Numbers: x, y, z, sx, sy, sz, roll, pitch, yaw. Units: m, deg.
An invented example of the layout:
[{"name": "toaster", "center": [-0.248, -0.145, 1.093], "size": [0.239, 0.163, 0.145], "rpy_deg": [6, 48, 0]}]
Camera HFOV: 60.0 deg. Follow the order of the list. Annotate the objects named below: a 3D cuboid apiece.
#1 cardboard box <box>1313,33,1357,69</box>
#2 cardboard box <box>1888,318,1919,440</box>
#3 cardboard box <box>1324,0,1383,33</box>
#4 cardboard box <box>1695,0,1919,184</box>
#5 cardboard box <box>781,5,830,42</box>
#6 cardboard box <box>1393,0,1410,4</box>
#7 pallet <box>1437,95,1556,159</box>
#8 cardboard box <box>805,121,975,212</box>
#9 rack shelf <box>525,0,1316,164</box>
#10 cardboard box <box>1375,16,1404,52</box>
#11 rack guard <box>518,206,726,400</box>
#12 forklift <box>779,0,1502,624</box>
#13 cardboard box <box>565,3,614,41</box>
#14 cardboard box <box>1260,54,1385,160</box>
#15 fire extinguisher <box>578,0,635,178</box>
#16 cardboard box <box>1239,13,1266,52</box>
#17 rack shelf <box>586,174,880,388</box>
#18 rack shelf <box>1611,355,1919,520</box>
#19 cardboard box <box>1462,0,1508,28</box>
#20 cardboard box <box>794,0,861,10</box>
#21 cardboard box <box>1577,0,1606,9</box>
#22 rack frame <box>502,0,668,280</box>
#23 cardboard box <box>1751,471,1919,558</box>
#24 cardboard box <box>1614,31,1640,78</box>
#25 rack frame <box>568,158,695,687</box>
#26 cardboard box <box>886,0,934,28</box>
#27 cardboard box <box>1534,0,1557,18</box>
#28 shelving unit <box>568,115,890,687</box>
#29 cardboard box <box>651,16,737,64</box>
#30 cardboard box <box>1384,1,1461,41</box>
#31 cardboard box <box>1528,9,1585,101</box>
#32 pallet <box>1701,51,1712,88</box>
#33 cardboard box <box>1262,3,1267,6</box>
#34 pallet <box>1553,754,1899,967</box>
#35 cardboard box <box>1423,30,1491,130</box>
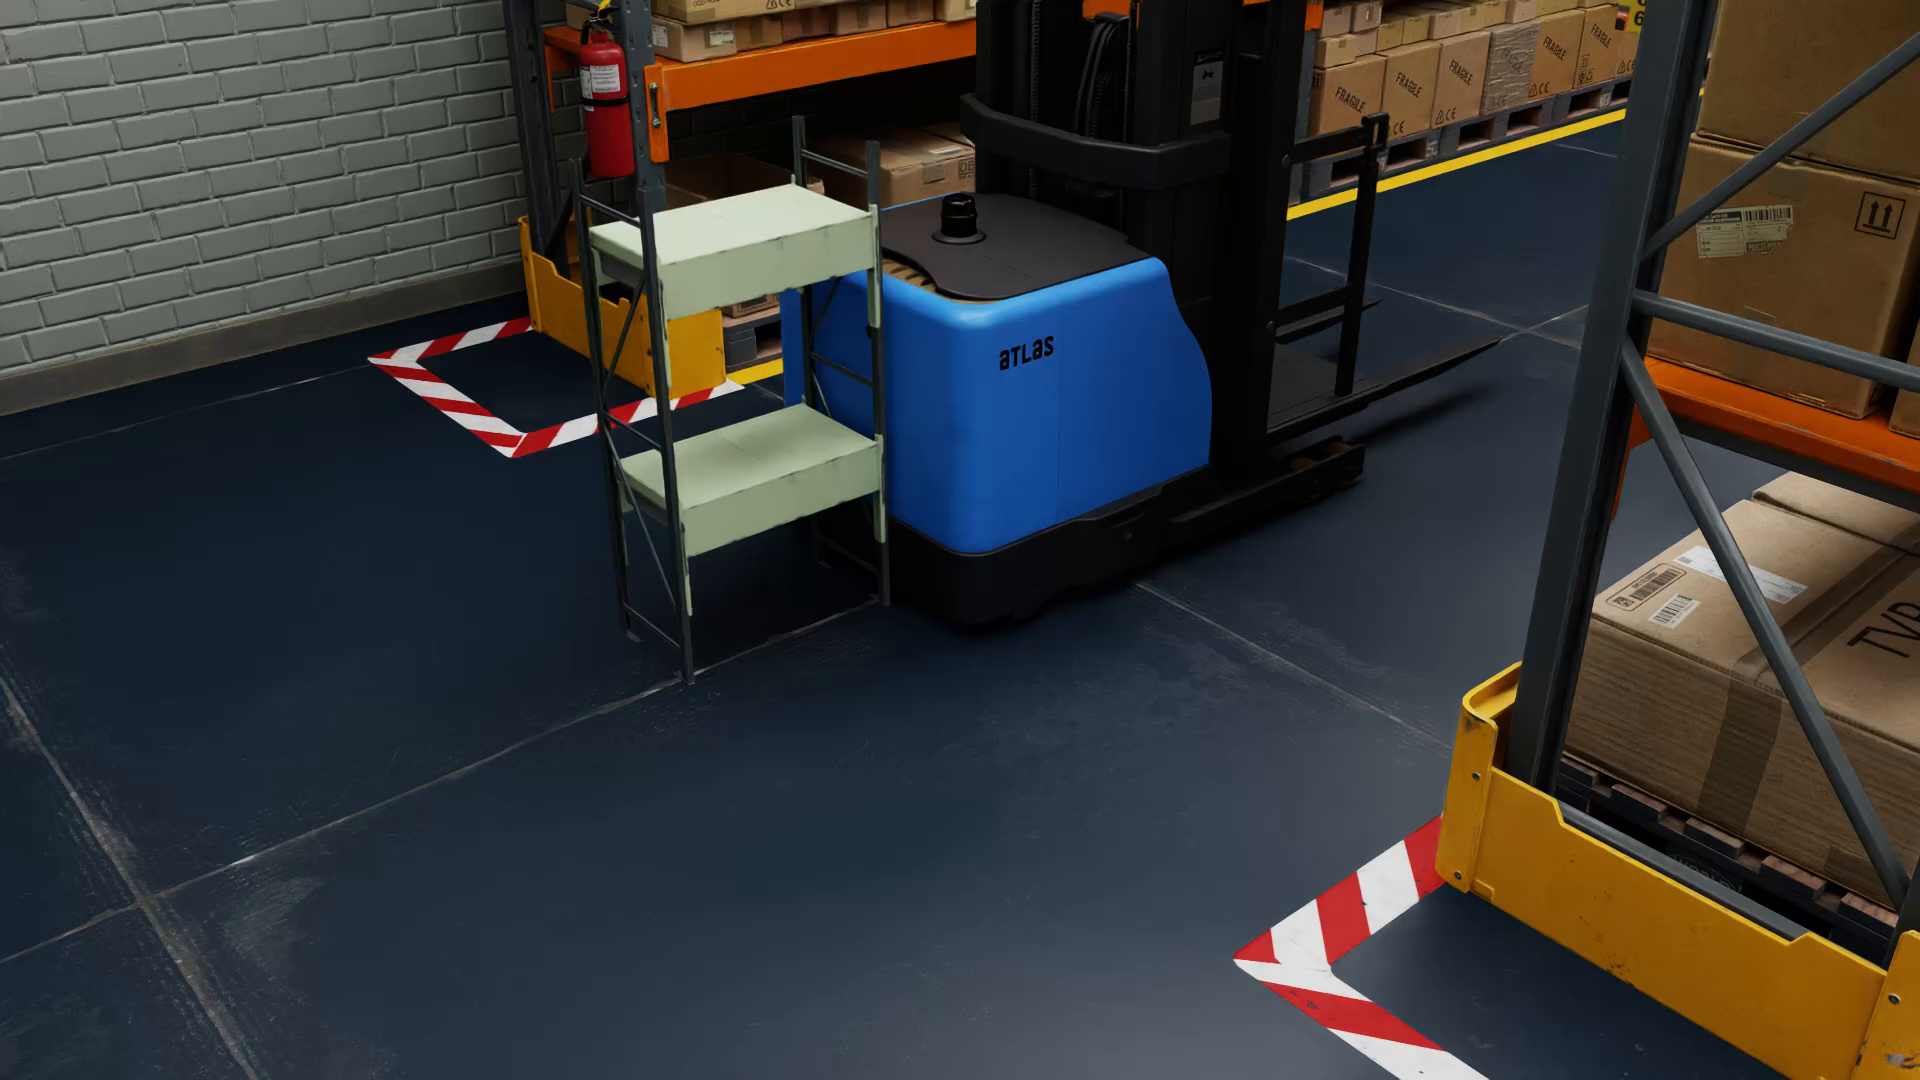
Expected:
[{"name": "cardboard box", "center": [1.963, -2.729, 9.193], "size": [0.250, 0.149, 0.380], "rpy_deg": [-20, 34, -33]}, {"name": "cardboard box", "center": [2.251, -0.432, 3.269], "size": [0.500, 0.500, 0.500], "rpy_deg": [-22, 35, -35]}, {"name": "cardboard box", "center": [2.130, -2.957, 9.304], "size": [0.250, 0.149, 0.380], "rpy_deg": [-24, 36, -37]}, {"name": "cardboard box", "center": [1.911, -1.062, 3.387], "size": [0.500, 0.500, 0.500], "rpy_deg": [-21, 34, -33]}, {"name": "cardboard box", "center": [-0.756, -2.201, 6.953], "size": [0.250, 0.149, 0.380], "rpy_deg": [-22, 35, -36]}, {"name": "cardboard box", "center": [2.567, -3.342, 10.340], "size": [0.250, 0.149, 0.380], "rpy_deg": [-21, 35, -34]}, {"name": "pallet", "center": [3.040, -2.754, 10.679], "size": [1.213, 0.211, 1.003], "rpy_deg": [-22, 35, -35]}, {"name": "cardboard box", "center": [-0.323, -1.606, 7.779], "size": [0.500, 0.500, 0.700], "rpy_deg": [-20, 34, -33]}, {"name": "rack shelf", "center": [-0.004, -2.417, 7.853], "size": [4.000, 0.370, 1.077], "rpy_deg": [-22, 35, -35]}, {"name": "cardboard box", "center": [2.311, -2.924, 9.558], "size": [0.250, 0.149, 0.380], "rpy_deg": [-24, 36, -37]}, {"name": "rack guard", "center": [-1.468, -1.043, 7.172], "size": [0.348, 0.500, 1.175], "rpy_deg": [-22, 35, -35]}, {"name": "forklift", "center": [0.855, -1.596, 5.627], "size": [3.031, 2.935, 1.130], "rpy_deg": [-21, 35, -34]}, {"name": "cardboard box", "center": [-1.448, -2.209, 6.968], "size": [0.250, 0.149, 0.380], "rpy_deg": [-22, 35, -35]}, {"name": "cardboard box", "center": [2.032, -2.496, 9.445], "size": [0.500, 0.500, 0.500], "rpy_deg": [-20, 34, -33]}, {"name": "fire extinguisher", "center": [-1.337, -1.713, 6.251], "size": [0.183, 0.674, 0.296], "rpy_deg": [-22, 35, -35]}, {"name": "cardboard box", "center": [1.610, -2.931, 9.570], "size": [0.250, 0.149, 0.380], "rpy_deg": [-24, 36, -37]}, {"name": "rack shelf", "center": [-0.642, -0.755, 4.743], "size": [0.720, 0.370, 0.431], "rpy_deg": [-21, 35, -34]}, {"name": "rack shelf", "center": [3.221, -0.638, 4.525], "size": [4.000, 0.370, 1.077], "rpy_deg": [-22, 35, -35]}, {"name": "cardboard box", "center": [3.102, -3.244, 10.156], "size": [0.250, 0.149, 0.380], "rpy_deg": [-22, 35, -35]}, {"name": "cardboard box", "center": [-0.622, -2.384, 6.872], "size": [0.500, 0.250, 0.500], "rpy_deg": [-21, 35, -34]}, {"name": "cardboard box", "center": [3.933, -3.537, 10.705], "size": [0.250, 0.149, 0.380], "rpy_deg": [-23, 36, -36]}, {"name": "rack frame", "center": [-1.525, -2.122, 6.539], "size": [0.127, 3.000, 1.000], "rpy_deg": [-22, 35, -35]}, {"name": "cardboard box", "center": [2.827, 0.080, 4.690], "size": [0.875, 0.438, 0.875], "rpy_deg": [-21, 34, -34]}, {"name": "cardboard box", "center": [4.378, -3.446, 11.222], "size": [0.500, 0.500, 0.500], "rpy_deg": [-21, 34, -34]}, {"name": "rack frame", "center": [-0.924, -0.300, 4.721], "size": [0.023, 1.500, 0.400], "rpy_deg": [-21, 35, -34]}, {"name": "cardboard box", "center": [-0.326, -2.340, 7.212], "size": [0.250, 0.149, 0.380], "rpy_deg": [-21, 35, -34]}, {"name": "cardboard box", "center": [3.513, -3.396, 10.441], "size": [0.250, 0.149, 0.380], "rpy_deg": [-23, 35, -36]}, {"name": "shelving unit", "center": [-0.642, -0.411, 4.927], "size": [0.755, 1.500, 0.431], "rpy_deg": [-21, 35, -34]}, {"name": "cardboard box", "center": [-1.097, -2.014, 6.602], "size": [0.250, 0.149, 0.380], "rpy_deg": [-22, 35, -35]}, {"name": "cardboard box", "center": [2.726, -3.076, 9.842], "size": [0.250, 0.149, 0.380], "rpy_deg": [-22, 35, -35]}, {"name": "cardboard box", "center": [3.594, -3.136, 10.642], "size": [0.500, 0.500, 0.500], "rpy_deg": [-20, 34, -33]}, {"name": "pallet", "center": [5.212, -3.578, 12.221], "size": [1.213, 0.211, 1.003], "rpy_deg": [-22, 35, -35]}, {"name": "cardboard box", "center": [1.987, -3.091, 9.869], "size": [0.250, 0.149, 0.380], "rpy_deg": [-21, 35, -34]}, {"name": "pallet", "center": [2.257, 0.613, 4.378], "size": [1.213, 0.211, 1.003], "rpy_deg": [-22, 35, -35]}, {"name": "cardboard box", "center": [2.813, -2.814, 10.039], "size": [0.500, 0.500, 0.500], "rpy_deg": [-23, 36, -36]}]
